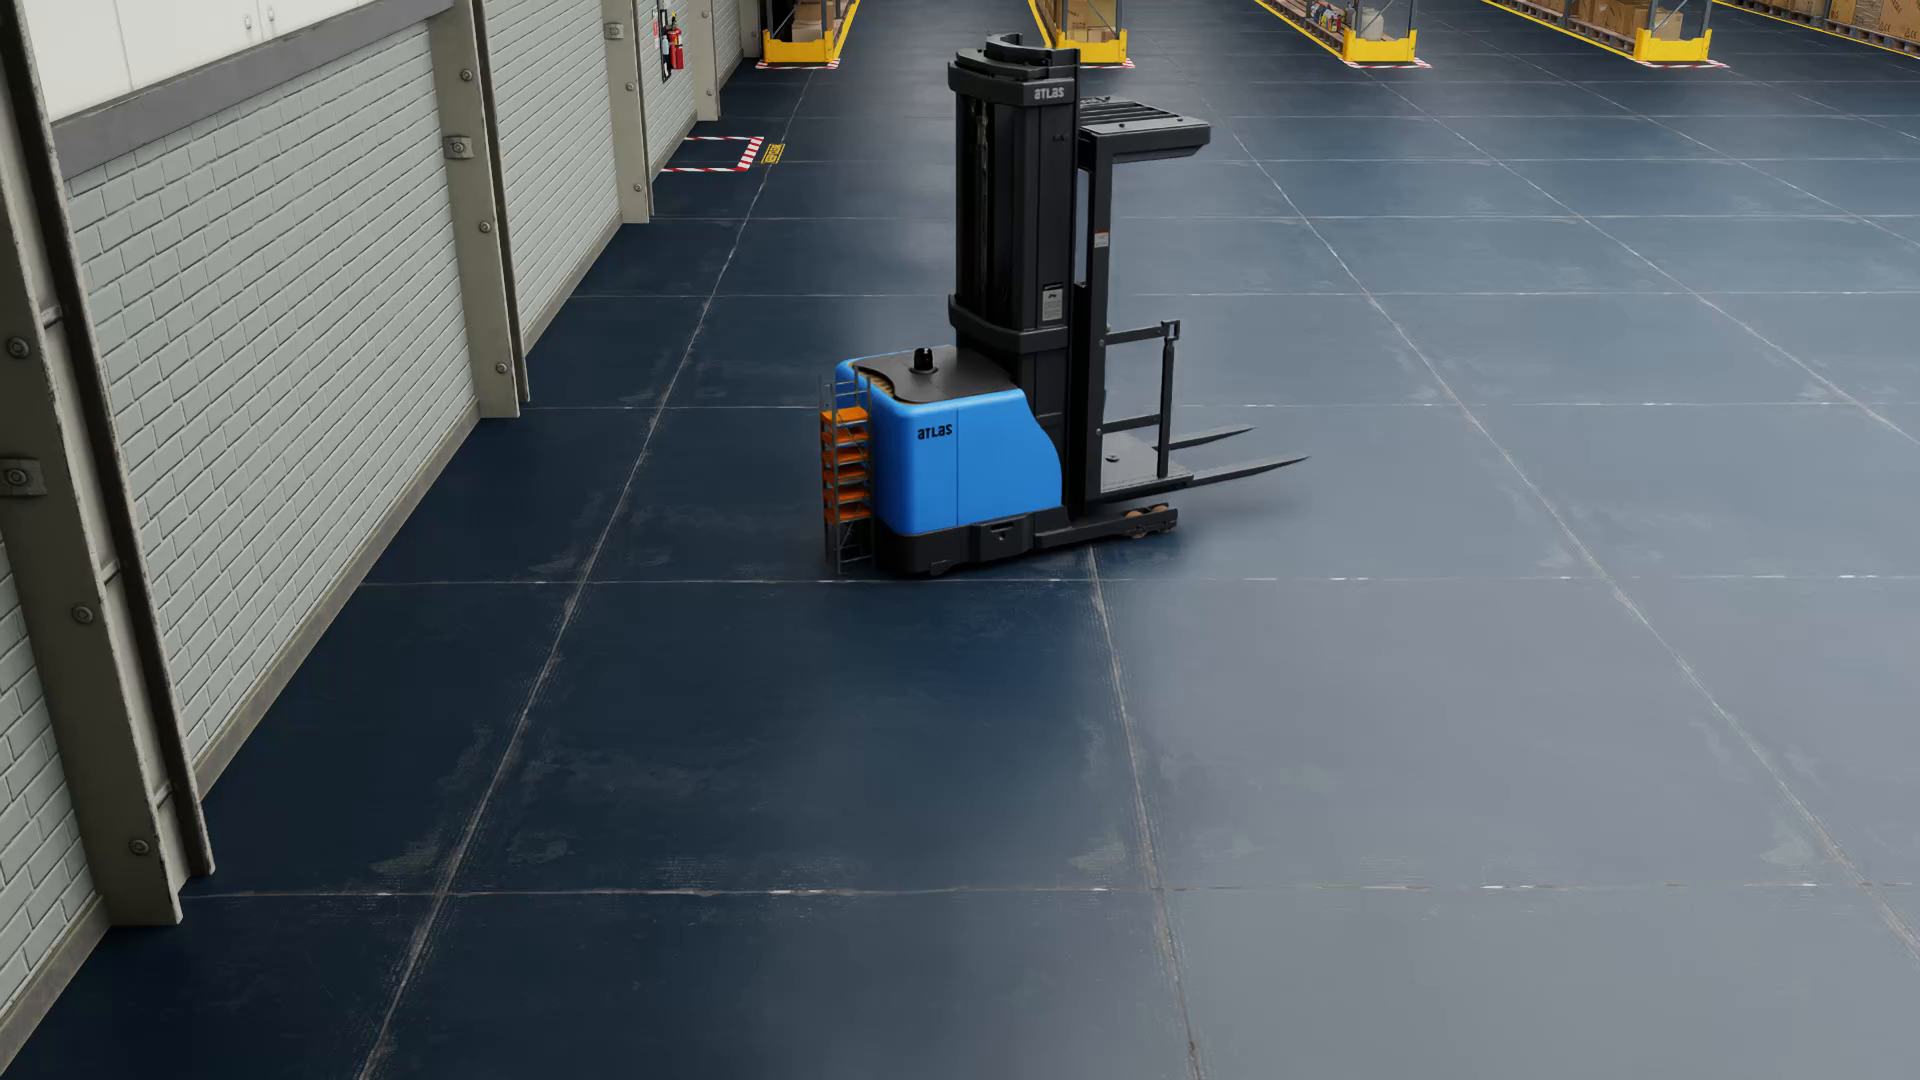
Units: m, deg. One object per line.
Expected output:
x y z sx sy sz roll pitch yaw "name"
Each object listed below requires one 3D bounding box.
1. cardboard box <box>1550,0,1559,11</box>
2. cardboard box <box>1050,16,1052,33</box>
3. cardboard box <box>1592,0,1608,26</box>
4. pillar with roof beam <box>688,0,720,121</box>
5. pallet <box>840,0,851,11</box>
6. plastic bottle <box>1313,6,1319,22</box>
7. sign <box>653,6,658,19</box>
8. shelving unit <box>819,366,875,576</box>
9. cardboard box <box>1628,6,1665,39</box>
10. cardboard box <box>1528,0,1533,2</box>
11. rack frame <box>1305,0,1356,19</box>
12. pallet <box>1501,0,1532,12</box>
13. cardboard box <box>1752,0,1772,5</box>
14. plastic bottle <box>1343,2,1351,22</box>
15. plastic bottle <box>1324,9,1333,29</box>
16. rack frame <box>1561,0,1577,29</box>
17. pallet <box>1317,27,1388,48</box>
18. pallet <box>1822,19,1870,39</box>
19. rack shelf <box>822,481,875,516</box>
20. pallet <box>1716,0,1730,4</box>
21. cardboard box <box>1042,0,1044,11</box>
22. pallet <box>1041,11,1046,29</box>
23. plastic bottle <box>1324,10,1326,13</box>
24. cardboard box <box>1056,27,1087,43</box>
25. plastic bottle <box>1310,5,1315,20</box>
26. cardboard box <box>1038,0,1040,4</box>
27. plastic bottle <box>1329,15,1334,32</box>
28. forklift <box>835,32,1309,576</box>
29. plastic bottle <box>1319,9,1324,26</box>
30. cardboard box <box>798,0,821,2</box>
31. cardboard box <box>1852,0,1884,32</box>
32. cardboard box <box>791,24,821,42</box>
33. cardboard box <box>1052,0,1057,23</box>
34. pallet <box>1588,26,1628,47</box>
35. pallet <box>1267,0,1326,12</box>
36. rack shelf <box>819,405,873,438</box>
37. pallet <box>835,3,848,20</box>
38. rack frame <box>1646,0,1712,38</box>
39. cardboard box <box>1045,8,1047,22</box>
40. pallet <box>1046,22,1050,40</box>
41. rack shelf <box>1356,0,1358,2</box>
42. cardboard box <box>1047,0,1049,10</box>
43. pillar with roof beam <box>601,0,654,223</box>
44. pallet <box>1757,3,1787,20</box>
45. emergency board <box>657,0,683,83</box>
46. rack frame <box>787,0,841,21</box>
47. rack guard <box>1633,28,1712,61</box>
12.108 -10.710 32.789 0.700 0.500 0.500 0 24 -1 "cardboard box"
1.888 -9.283 29.963 0.500 0.250 0.500 0 24 -1 "cardboard box"
12.058 -9.850 30.912 0.500 0.500 0.500 8 25 16 "cardboard box"
0.762 -10.048 21.548 9.100 9.000 0.400 0 24 -1 "pillar with roof beam"
-2.816 -11.187 34.730 1.003 0.211 1.213 0 24 -1 "pallet"
6.723 -9.869 31.203 0.152 0.276 0.135 1 24 1 "plastic bottle"
-3.642 -6.309 19.872 0.001 0.109 0.331 0 24 -1 "sign"
-0.653 -0.393 9.663 0.258 1.200 0.189 -12 27 -24 "shelving unit"
12.092 -9.106 29.268 0.500 0.500 0.500 6 25 13 "cardboard box"
12.082 -11.404 34.324 0.700 0.500 0.500 -2 24 -5 "cardboard box"
7.127 -11.176 31.321 1.000 3.000 0.127 0 24 -1 "rack frame"
12.043 -11.254 34.877 1.003 0.211 1.213 0 24 -1 "pallet"
16.926 -11.382 33.997 1.050 0.750 0.750 0 24 0 "cardboard box"
7.278 -9.905 31.191 0.144 0.351 0.185 0 24 -1 "plastic bottle"
6.729 -9.506 30.308 0.144 0.351 0.185 1 24 2 "plastic bottle"
12.080 -11.199 31.370 1.000 3.000 0.127 0 24 -1 "rack frame"
7.109 -9.125 30.169 1.003 0.211 1.213 0 24 -1 "pallet"
16.970 -9.595 31.209 1.003 0.211 1.213 0 24 -1 "pallet"
-0.653 -0.244 9.731 0.258 0.103 0.180 -12 27 -24 "rack shelf"
16.990 -11.879 36.259 1.003 0.211 1.213 0 24 -1 "pallet"
1.876 -10.472 32.591 0.500 0.250 0.500 -1 24 -1 "cardboard box"
2.127 -10.188 32.521 1.003 0.211 1.213 0 24 -1 "pallet"
6.762 -9.661 30.748 0.097 0.271 0.097 0 24 0 "plastic bottle"
1.916 -8.665 28.597 0.500 0.250 0.500 0 24 -1 "cardboard box"
6.692 -10.000 31.498 0.097 0.271 0.097 0 24 0 "plastic bottle"
1.860 -11.104 33.988 0.500 0.250 0.500 -1 24 -2 "cardboard box"
6.693 -9.294 29.921 0.061 0.283 0.133 0 24 1 "plastic bottle"
0.787 -1.529 10.073 3.031 2.935 1.130 -11 27 -24 "forklift"
6.683 -9.659 30.728 0.061 0.283 0.133 1 24 2 "plastic bottle"
-2.728 -9.766 30.702 0.500 0.500 0.500 -2 24 -5 "cardboard box"
16.991 -9.772 30.284 0.875 0.875 0.875 0 24 0 "cardboard box"
-2.653 -8.744 28.673 0.500 0.311 0.500 -3 25 -7 "cardboard box"
1.888 -9.419 29.353 0.500 0.500 0.500 0 24 -1 "cardboard box"
12.138 -9.147 30.219 1.003 0.211 1.213 0 24 -1 "pallet"
7.053 -11.235 34.834 1.003 0.211 1.213 0 24 -1 "pallet"
-0.653 -0.681 9.533 0.258 0.103 0.180 -12 27 -24 "rack shelf"
-2.806 -10.686 33.621 1.003 0.211 1.213 0 24 -1 "pallet"
12.123 -9.550 27.726 1.000 3.000 0.127 0 24 -1 "rack frame"
1.876 -9.902 31.330 0.500 0.250 0.500 0 24 -1 "cardboard box"
2.141 -9.557 31.125 1.003 0.211 1.213 0 24 -1 "pallet"
7.149 -10.024 29.647 1.077 0.370 4.000 0 24 -1 "rack shelf"
1.879 -10.037 30.720 0.500 0.500 0.500 0 24 -1 "cardboard box"
0.827 -7.576 16.081 9.100 9.000 0.400 0 24 -1 "pillar with roof beam"
16.940 -10.730 33.719 1.003 0.211 1.213 0 24 -1 "pallet"
-3.554 -6.277 20.489 0.194 1.169 0.643 0 24 -1 "emergency board"
-2.780 -11.132 31.223 1.000 3.000 0.127 0 24 -1 "rack frame"
12.122 -8.443 28.310 1.175 0.500 0.348 0 24 -1 "rack guard"
